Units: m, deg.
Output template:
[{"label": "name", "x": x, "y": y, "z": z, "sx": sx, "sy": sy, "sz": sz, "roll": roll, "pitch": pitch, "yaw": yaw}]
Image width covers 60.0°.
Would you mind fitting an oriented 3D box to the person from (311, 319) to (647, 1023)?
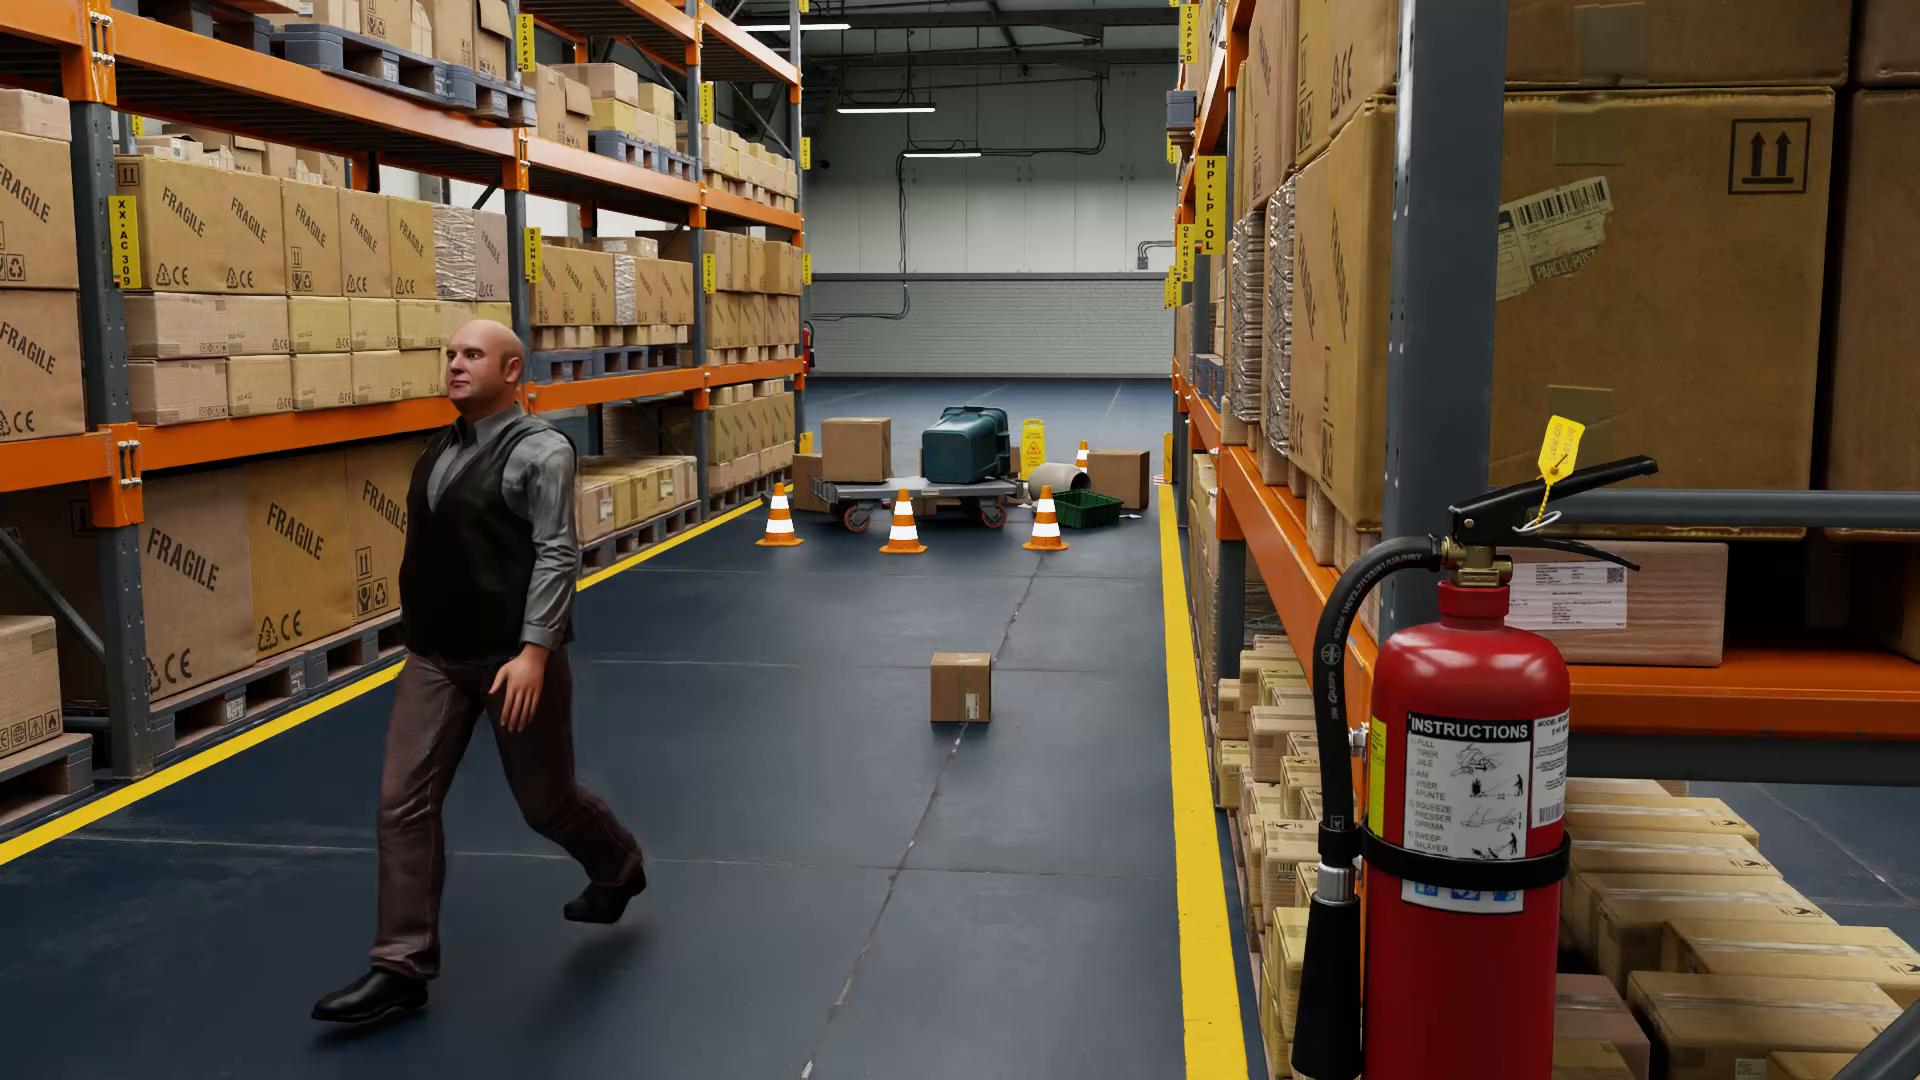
[{"label": "person", "x": -1.183, "y": 0.292, "z": 4.186, "sx": 0.553, "sy": 1.681, "sz": 0.987, "roll": 4, "pitch": 9, "yaw": 28}]
